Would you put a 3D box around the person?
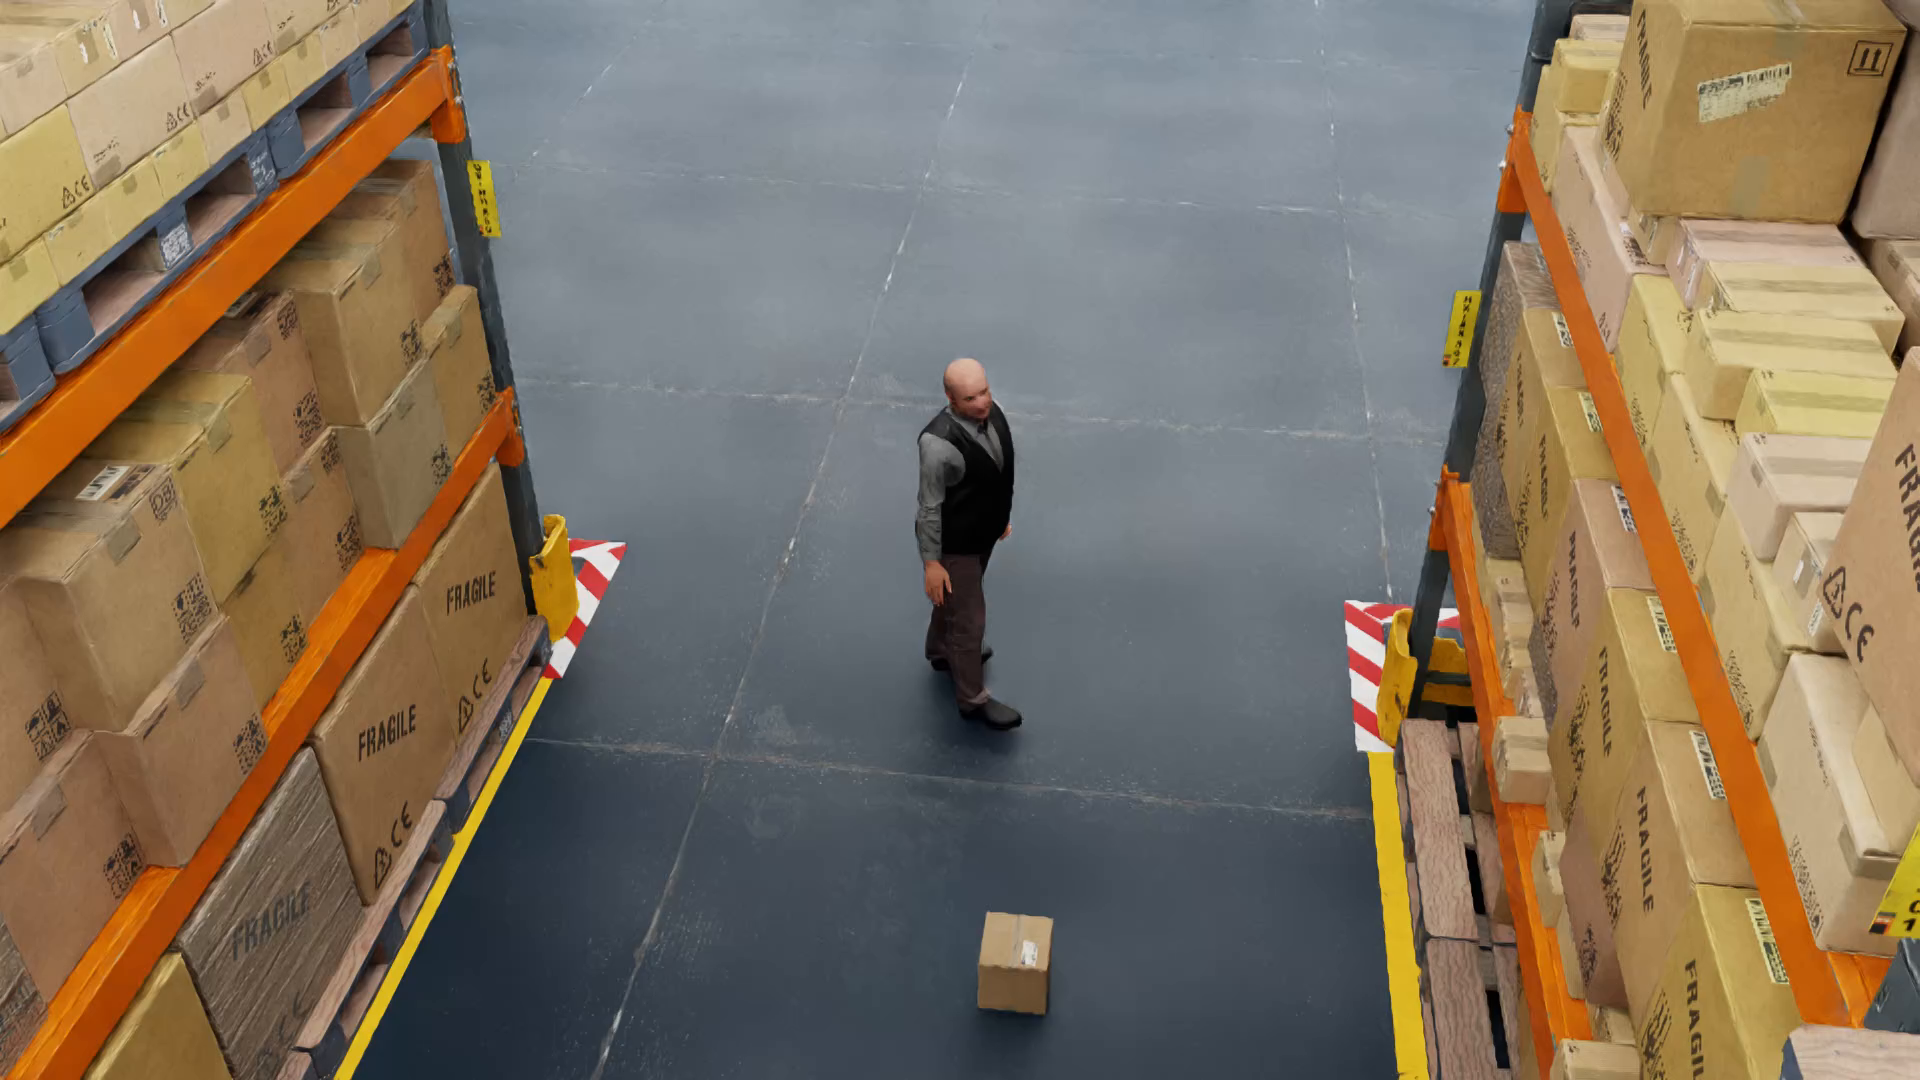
[{"bbox_3d":[0.058,0.008,7.011,0.584,1.720,0.645,15,39,20],"label":"person"}]
